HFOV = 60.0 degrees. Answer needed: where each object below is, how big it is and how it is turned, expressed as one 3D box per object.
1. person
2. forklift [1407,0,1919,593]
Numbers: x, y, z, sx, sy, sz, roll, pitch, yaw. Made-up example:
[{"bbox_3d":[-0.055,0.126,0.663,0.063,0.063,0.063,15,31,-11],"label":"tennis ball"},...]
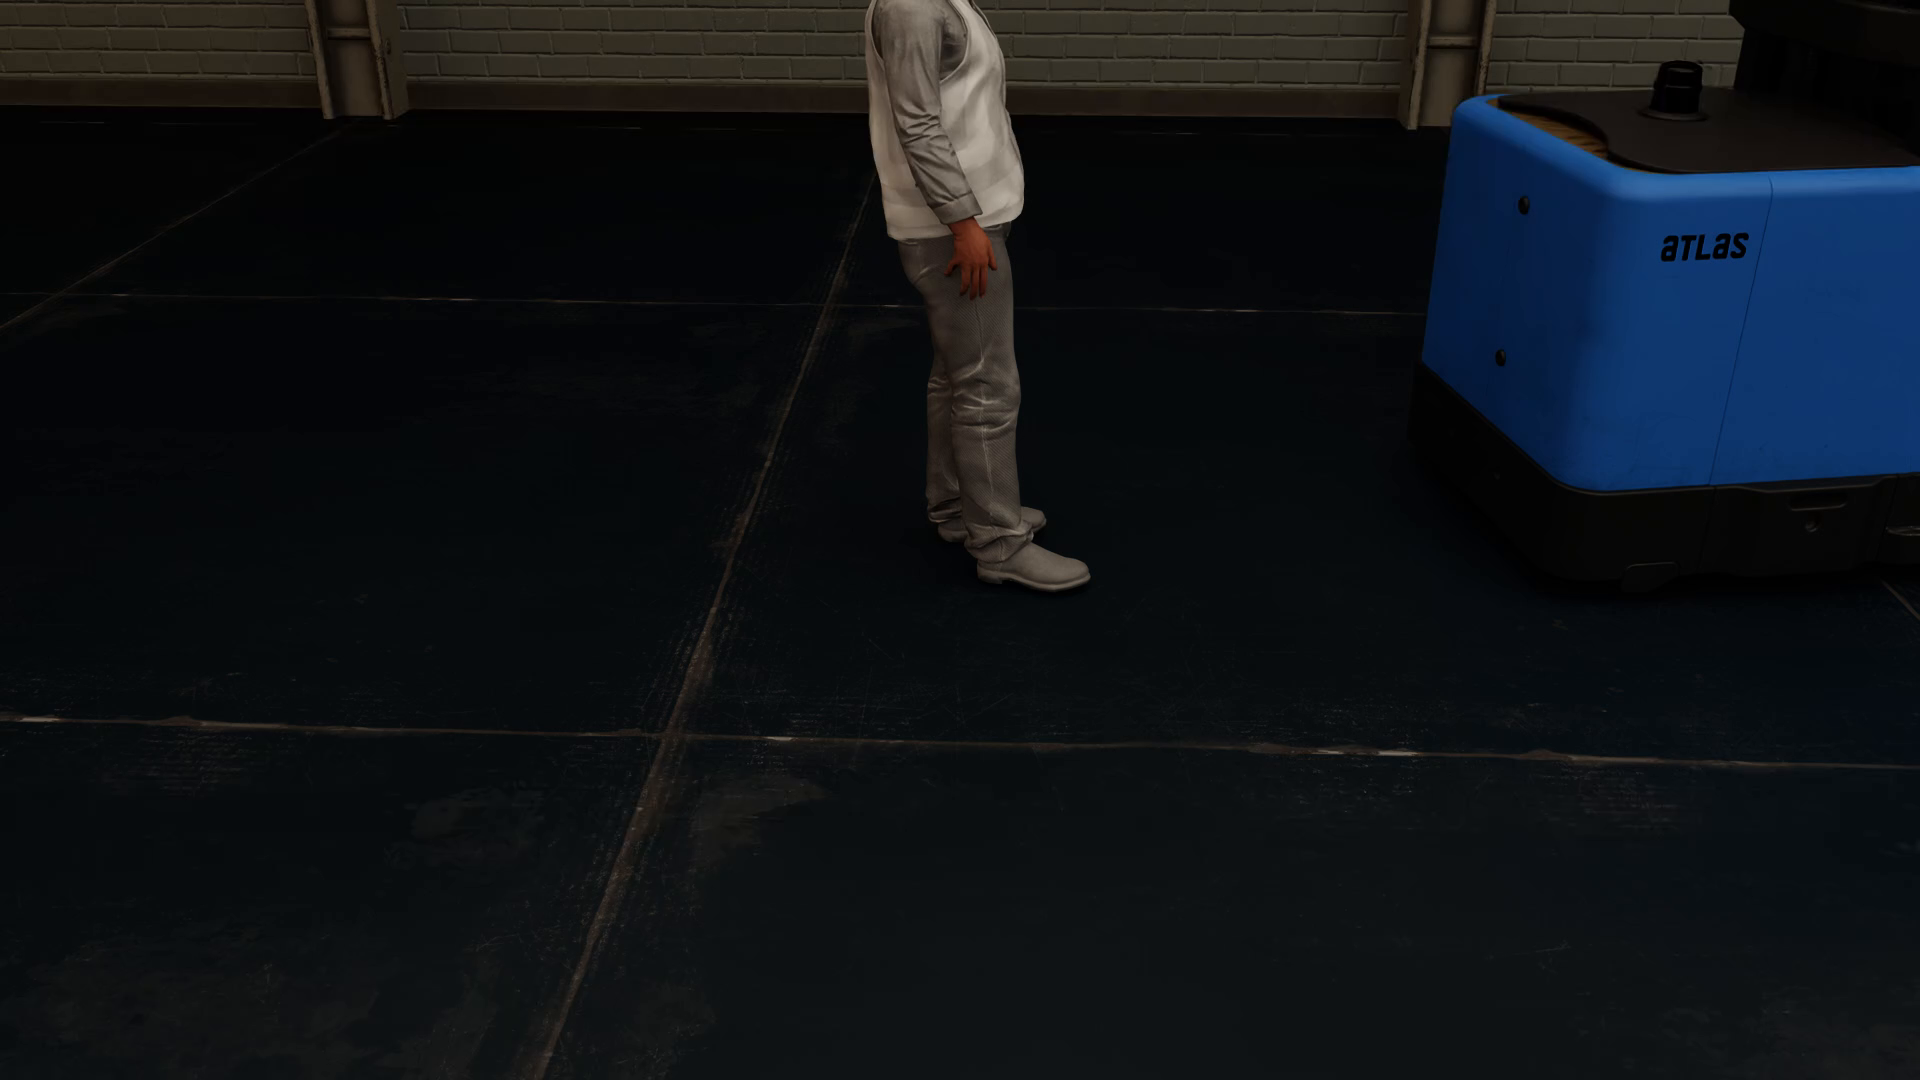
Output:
[{"bbox_3d":[0.063,-0.798,4.117,0.566,1.775,0.633,1,26,2],"label":"person"},{"bbox_3d":[2.902,-1.464,4.177,3.031,2.935,1.130,-4,26,-7],"label":"forklift"}]
